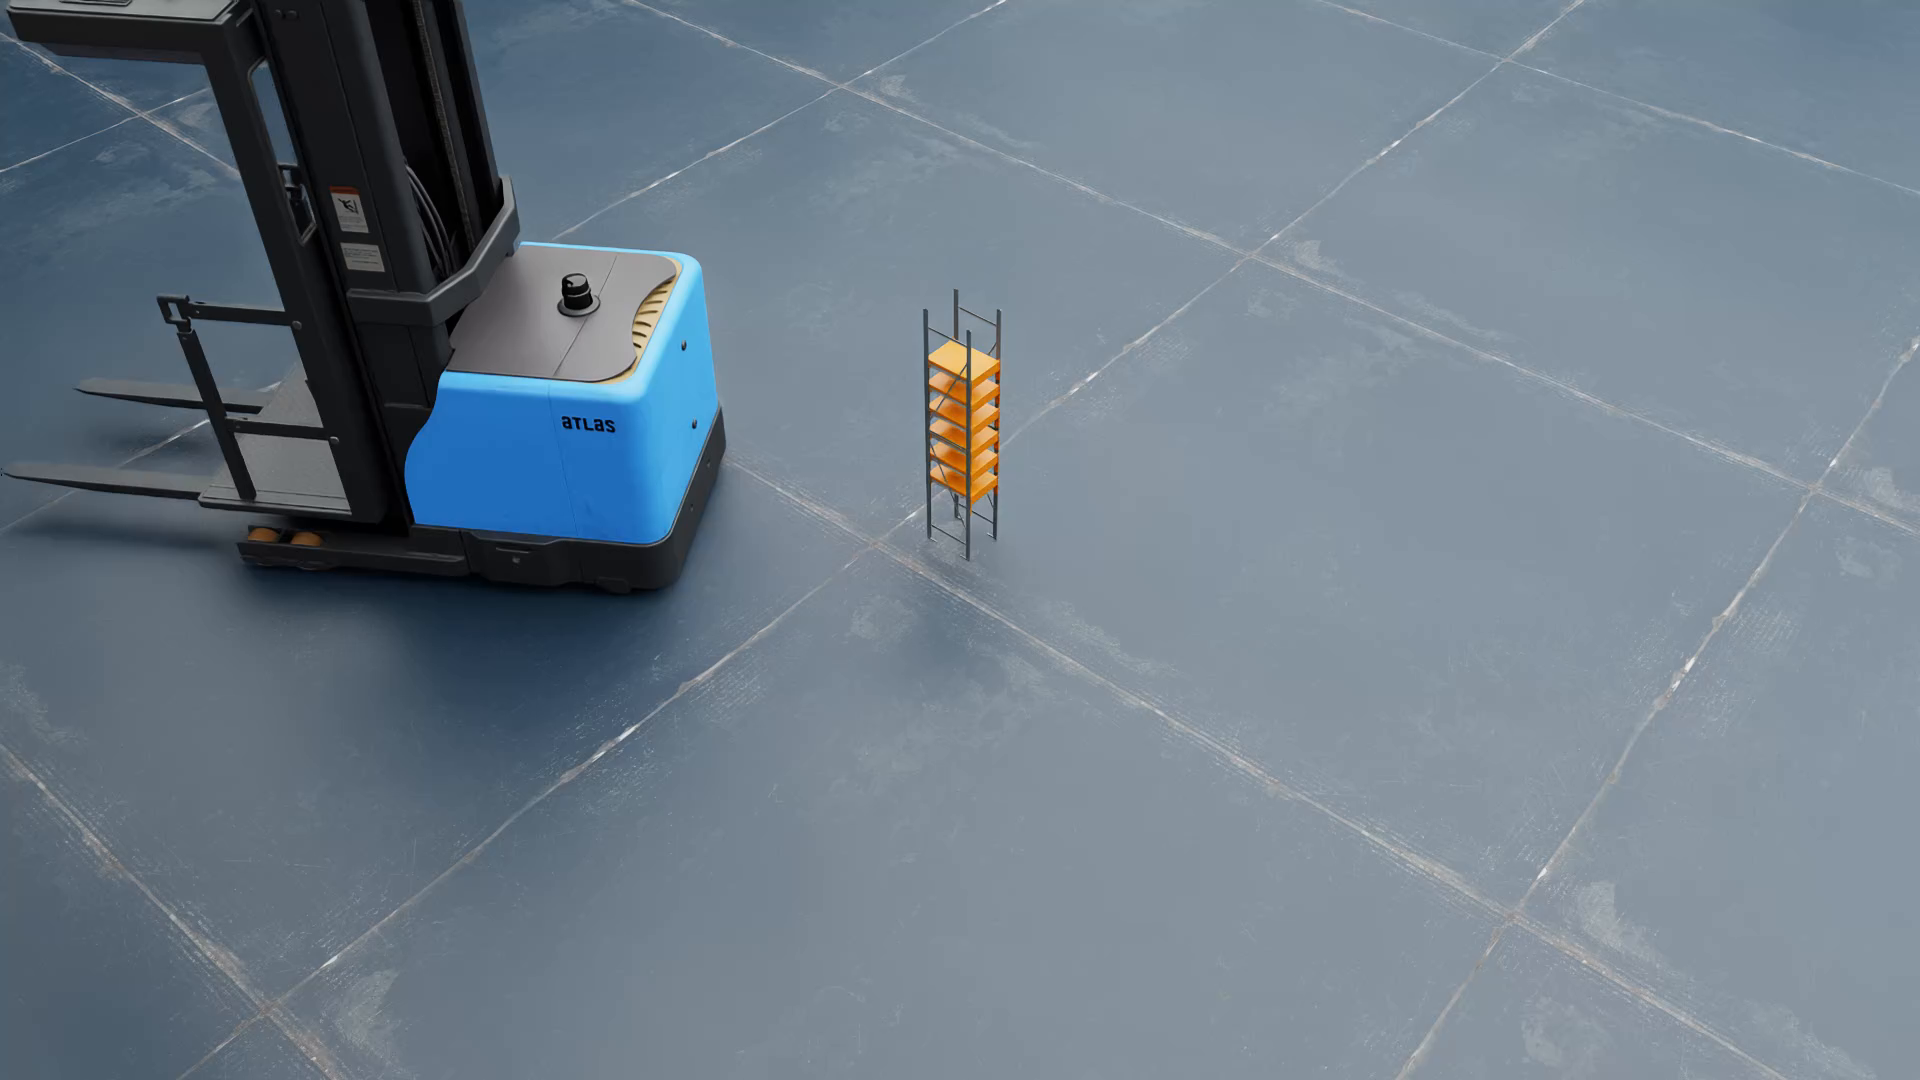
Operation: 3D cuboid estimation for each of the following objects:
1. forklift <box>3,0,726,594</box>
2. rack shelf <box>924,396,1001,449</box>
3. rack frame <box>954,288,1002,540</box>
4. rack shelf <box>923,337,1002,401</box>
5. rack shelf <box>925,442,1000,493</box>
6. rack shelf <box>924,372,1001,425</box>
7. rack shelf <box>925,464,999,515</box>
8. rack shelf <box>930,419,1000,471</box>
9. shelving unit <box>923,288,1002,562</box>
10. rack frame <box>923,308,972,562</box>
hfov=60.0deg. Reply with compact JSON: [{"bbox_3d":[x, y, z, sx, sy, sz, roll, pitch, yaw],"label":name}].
[{"bbox_3d":[-2.627,-1.302,6.503,3.031,2.935,1.130,5,43,6],"label":"forklift"},{"bbox_3d":[0.009,-0.507,6.804,0.258,0.103,0.180,29,50,28],"label":"rack shelf"},{"bbox_3d":[0.068,-0.498,6.906,0.240,1.200,0.006,29,50,28],"label":"rack frame"},{"bbox_3d":[0.009,-0.685,6.642,0.258,0.103,0.180,29,50,28],"label":"rack shelf"},{"bbox_3d":[0.009,-0.330,6.965,0.258,0.103,0.180,29,50,28],"label":"rack shelf"},{"bbox_3d":[0.009,-0.596,6.723,0.258,0.103,0.180,29,50,28],"label":"rack shelf"},{"bbox_3d":[0.009,-0.241,7.046,0.258,0.103,0.180,29,50,28],"label":"rack shelf"},{"bbox_3d":[0.009,-0.419,6.884,0.258,0.103,0.180,29,50,28],"label":"rack shelf"},{"bbox_3d":[0.009,-0.451,6.855,0.258,1.200,0.189,29,50,28],"label":"shelving unit"},{"bbox_3d":[-0.050,-0.404,6.803,0.240,1.200,0.006,29,50,28],"label":"rack frame"}]
